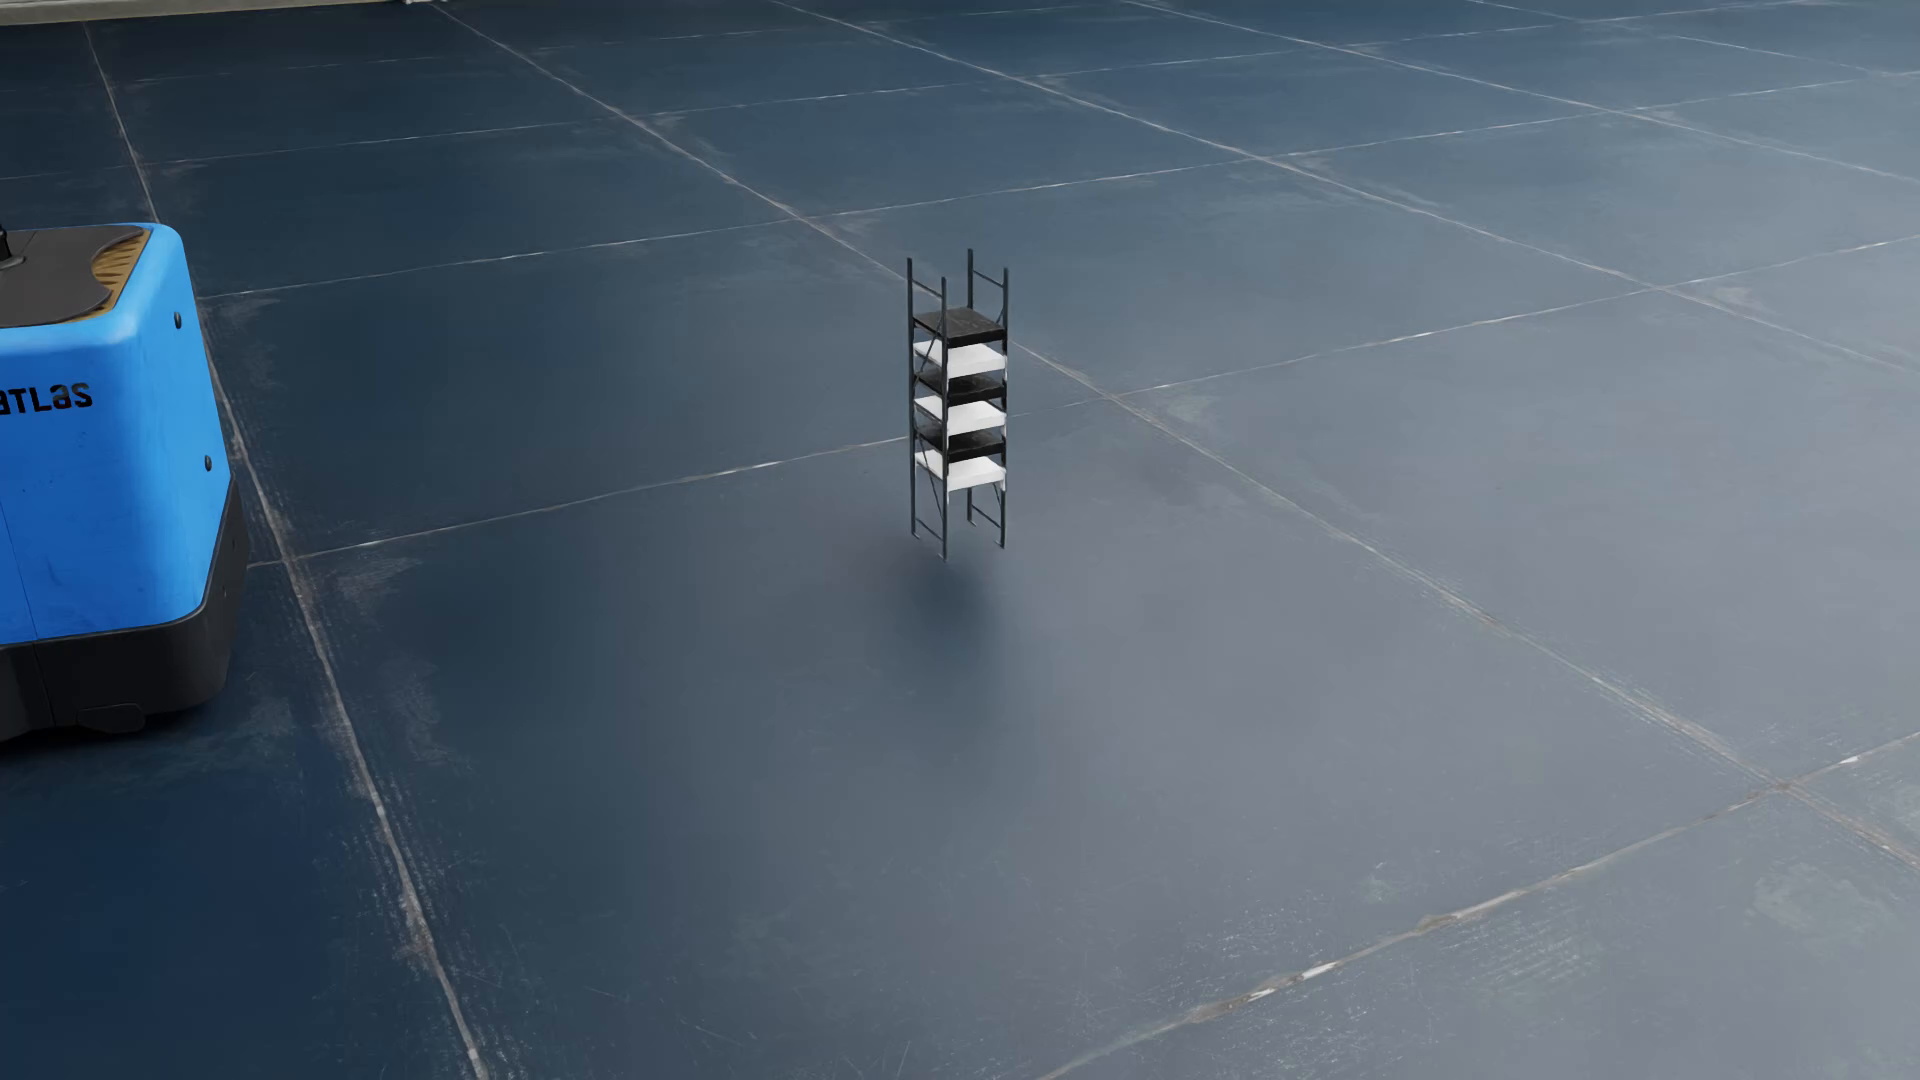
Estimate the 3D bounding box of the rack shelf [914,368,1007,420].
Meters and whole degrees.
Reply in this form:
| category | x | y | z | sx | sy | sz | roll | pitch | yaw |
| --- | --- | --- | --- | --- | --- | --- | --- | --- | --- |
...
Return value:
| category | x | y | z | sx | sy | sz | roll | pitch | yaw |
| --- | --- | --- | --- | --- | --- | --- | --- | --- | --- |
| rack shelf | -0.007 | -0.455 | 5.027 | 0.200 | 0.077 | 0.258 | -13 | 29 | -25 |

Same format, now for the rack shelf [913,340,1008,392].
| category | x | y | z | sx | sy | sz | roll | pitch | yaw |
| --- | --- | --- | --- | --- | --- | --- | --- | --- | --- |
| rack shelf | -0.007 | -0.536 | 4.988 | 0.200 | 0.077 | 0.258 | -13 | 29 | -25 |

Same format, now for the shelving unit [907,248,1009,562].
| category | x | y | z | sx | sy | sz | roll | pitch | yaw |
| --- | --- | --- | --- | --- | --- | --- | --- | --- | --- |
| shelving unit | -0.007 | -0.404 | 5.052 | 0.210 | 0.900 | 0.258 | -13 | 29 | -25 |

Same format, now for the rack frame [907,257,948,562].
| category | x | y | z | sx | sy | sz | roll | pitch | yaw |
| --- | --- | --- | --- | --- | --- | --- | --- | --- | --- |
| rack frame | -0.097 | -0.383 | 5.009 | 0.006 | 0.900 | 0.240 | -13 | 29 | -25 |

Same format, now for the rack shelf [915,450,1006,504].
| category | x | y | z | sx | sy | sz | roll | pitch | yaw |
| --- | --- | --- | --- | --- | --- | --- | --- | --- | --- |
| rack shelf | -0.007 | -0.212 | 5.144 | 0.200 | 0.077 | 0.258 | -13 | 29 | -25 |

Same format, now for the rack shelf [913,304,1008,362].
| category | x | y | z | sx | sy | sz | roll | pitch | yaw |
| --- | --- | --- | --- | --- | --- | --- | --- | --- | --- |
| rack shelf | -0.007 | -0.617 | 4.949 | 0.200 | 0.077 | 0.258 | -13 | 29 | -25 |

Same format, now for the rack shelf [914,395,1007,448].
| category | x | y | z | sx | sy | sz | roll | pitch | yaw |
| --- | --- | --- | --- | --- | --- | --- | --- | --- | --- |
| rack shelf | -0.007 | -0.374 | 5.066 | 0.200 | 0.077 | 0.258 | -13 | 29 | -25 |

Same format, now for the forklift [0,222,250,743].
| category | x | y | z | sx | sy | sz | roll | pitch | yaw |
| --- | --- | --- | --- | --- | --- | --- | --- | --- | --- |
| forklift | -3.475 | -0.867 | 3.668 | 3.031 | 2.935 | 1.130 | -7 | 27 | -15 |

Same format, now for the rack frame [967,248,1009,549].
| category | x | y | z | sx | sy | sz | roll | pitch | yaw |
| --- | --- | --- | --- | --- | --- | --- | --- | --- | --- |
| rack frame | 0.083 | -0.425 | 5.095 | 0.006 | 0.900 | 0.240 | -13 | 29 | -25 |

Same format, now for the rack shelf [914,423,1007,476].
| category | x | y | z | sx | sy | sz | roll | pitch | yaw |
| --- | --- | --- | --- | --- | --- | --- | --- | --- | --- |
| rack shelf | -0.007 | -0.293 | 5.105 | 0.200 | 0.077 | 0.258 | -13 | 29 | -25 |

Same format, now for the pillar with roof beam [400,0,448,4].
| category | x | y | z | sx | sy | sz | roll | pitch | yaw |
| --- | --- | --- | --- | --- | --- | --- | --- | --- | --- |
| pillar with roof beam | -3.199 | -7.665 | 10.819 | 0.400 | 9.000 | 9.100 | -13 | 29 | -25 |
